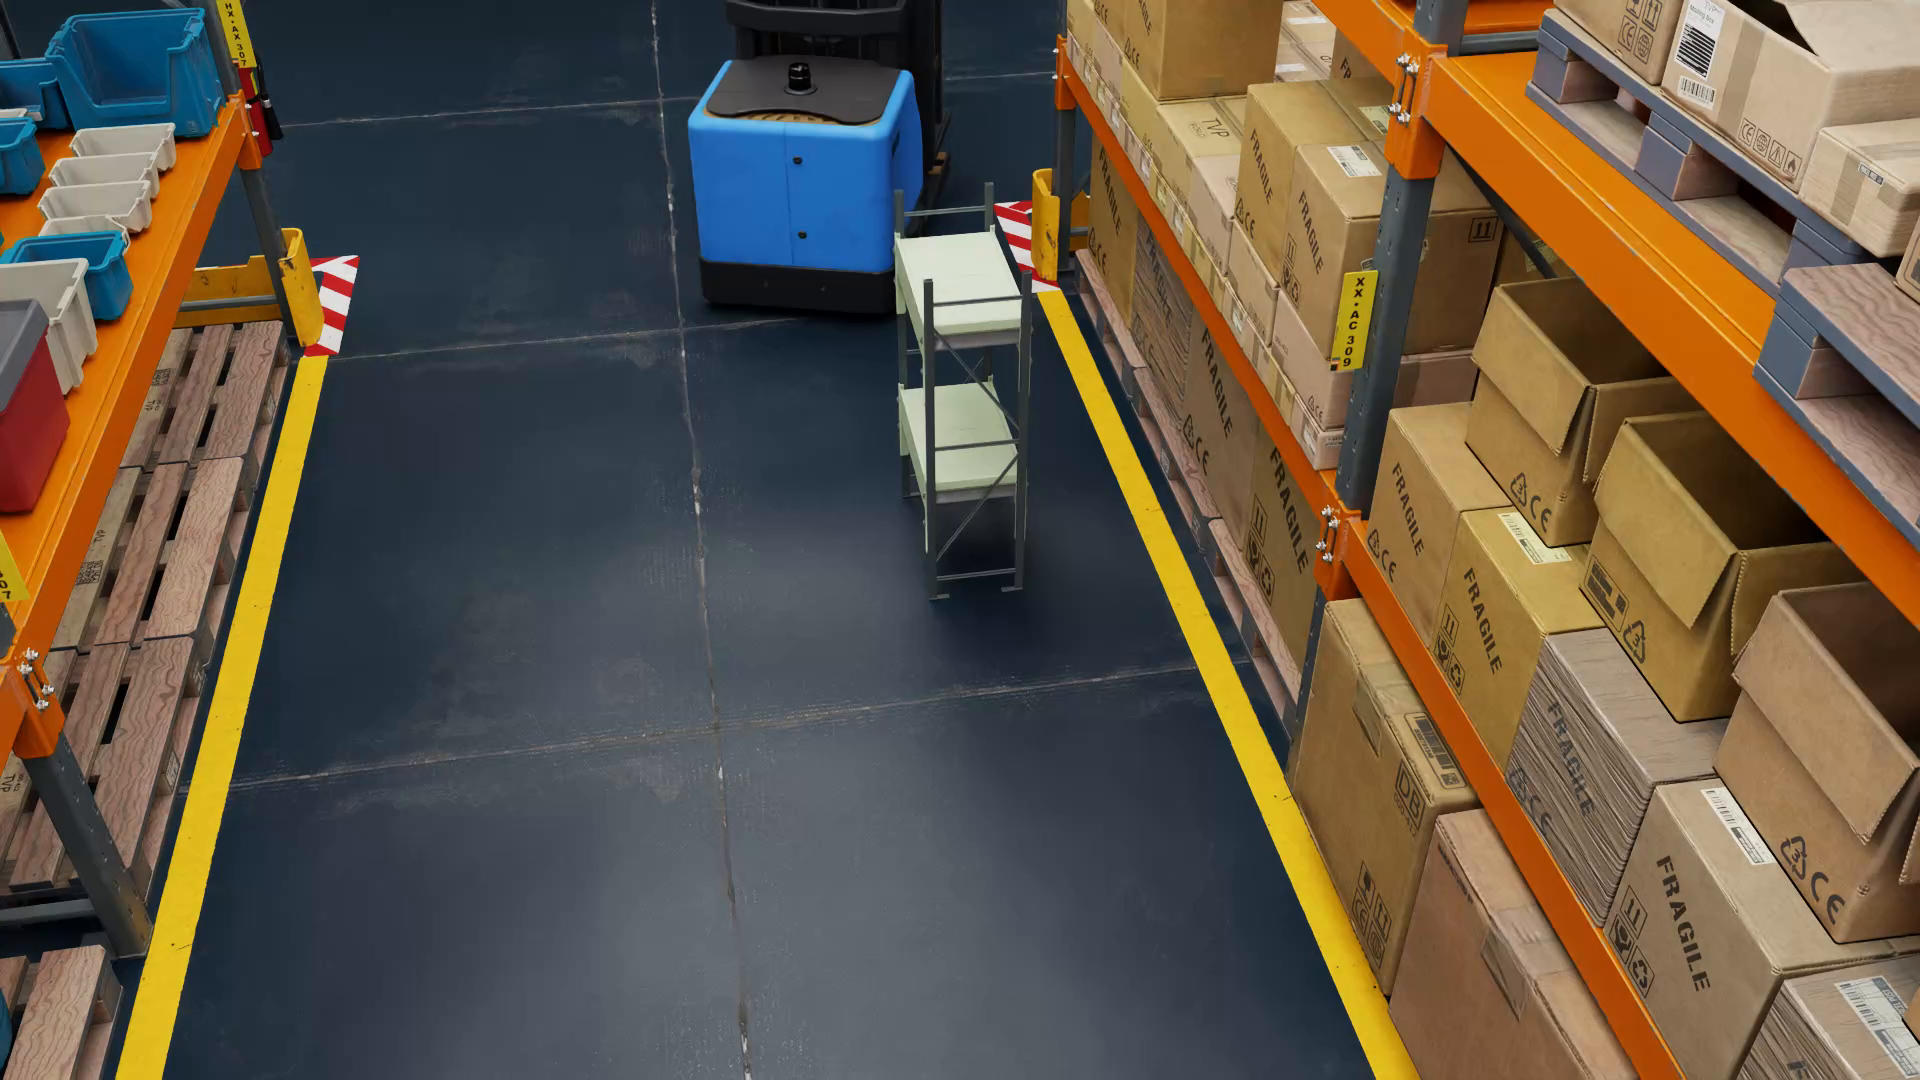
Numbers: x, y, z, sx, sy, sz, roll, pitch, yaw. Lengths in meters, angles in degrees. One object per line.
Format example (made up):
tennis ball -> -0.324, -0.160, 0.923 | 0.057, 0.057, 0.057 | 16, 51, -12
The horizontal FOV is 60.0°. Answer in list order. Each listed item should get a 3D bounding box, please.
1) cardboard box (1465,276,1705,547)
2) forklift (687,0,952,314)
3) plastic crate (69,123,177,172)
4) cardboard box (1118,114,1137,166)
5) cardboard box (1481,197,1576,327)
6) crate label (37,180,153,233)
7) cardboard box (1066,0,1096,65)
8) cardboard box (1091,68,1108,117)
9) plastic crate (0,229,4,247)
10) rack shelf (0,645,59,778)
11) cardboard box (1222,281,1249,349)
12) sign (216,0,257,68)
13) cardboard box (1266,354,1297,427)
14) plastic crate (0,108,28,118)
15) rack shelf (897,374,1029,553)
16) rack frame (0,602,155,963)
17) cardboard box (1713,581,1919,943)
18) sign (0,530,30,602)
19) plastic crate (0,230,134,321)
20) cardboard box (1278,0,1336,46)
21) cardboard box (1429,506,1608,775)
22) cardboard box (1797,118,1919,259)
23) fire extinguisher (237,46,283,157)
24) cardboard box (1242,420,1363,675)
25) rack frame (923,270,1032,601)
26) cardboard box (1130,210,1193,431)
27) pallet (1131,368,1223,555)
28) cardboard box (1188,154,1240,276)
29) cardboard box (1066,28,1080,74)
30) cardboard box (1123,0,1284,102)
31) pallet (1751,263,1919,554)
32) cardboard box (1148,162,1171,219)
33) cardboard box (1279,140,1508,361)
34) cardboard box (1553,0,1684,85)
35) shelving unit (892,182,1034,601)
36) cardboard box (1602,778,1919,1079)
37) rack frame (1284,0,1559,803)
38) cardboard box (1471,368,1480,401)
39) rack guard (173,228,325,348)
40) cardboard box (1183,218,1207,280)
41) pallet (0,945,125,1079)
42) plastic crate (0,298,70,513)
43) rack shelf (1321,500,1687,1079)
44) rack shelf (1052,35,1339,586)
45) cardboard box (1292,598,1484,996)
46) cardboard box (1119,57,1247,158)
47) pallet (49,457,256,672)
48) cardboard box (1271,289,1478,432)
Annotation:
cardboard box -> 1.815, -0.376, 4.390 | 0.797, 0.503, 0.637 | -7, 38, -9
forklift -> -0.652, -3.230, 9.019 | 1.130, 2.935, 3.031 | 5, 38, 6
plastic crate -> -3.561, -1.655, 7.101 | 0.396, 0.136, 0.243 | -6, 38, -8
cardboard box -> 0.913, -1.771, 7.290 | 0.380, 0.149, 0.250 | -7, 38, -9
cardboard box -> 1.863, -0.996, 5.356 | 0.500, 0.500, 0.500 | -6, 38, -8
crate label -> -3.452, -1.313, 6.661 | 0.396, 0.136, 0.243 | -6, 38, -8
cardboard box -> 0.812, -2.480, 7.877 | 0.500, 0.250, 0.500 | -7, 38, -9
cardboard box -> 0.823, -2.083, 7.690 | 0.380, 0.149, 0.250 | -7, 38, -9
plastic crate -> -3.932, -1.186, 6.419 | 0.416, 0.233, 0.300 | -6, 38, -8
rack shelf -> -2.831, 1.700, 3.203 | 1.077, 0.370, 4.000 | -6, 38, -8
cardboard box -> 1.184, -0.841, 6.092 | 0.380, 0.149, 0.250 | -6, 38, -7
sign -> -3.344, -2.342, 7.686 | 0.100, 0.325, 0.005 | -6, 38, -8
cardboard box -> 1.274, -0.531, 5.693 | 0.380, 0.149, 0.250 | -6, 38, -7
plastic crate -> -4.189, -1.741, 7.212 | 0.250, 0.136, 0.298 | -6, 38, -8
rack shelf -> 0.001, -0.331, 6.985 | 0.431, 0.370, 0.720 | -6, 38, -8
rack frame -> -3.181, 0.208, 4.538 | 1.000, 3.000, 0.127 | -6, 38, -8
cardboard box -> 2.048, 0.414, 3.373 | 0.797, 0.503, 0.637 | -5, 38, -6
sign -> -2.639, 0.040, 4.527 | 0.100, 0.325, 0.005 | -6, 38, -8
plastic crate -> -3.270, -0.953, 6.119 | 0.416, 0.233, 0.300 | -6, 38, -8
cardboard box -> 1.428, -2.229, 7.554 | 0.500, 0.250, 0.500 | -7, 38, -9
cardboard box -> 1.619, 0.244, 4.410 | 0.500, 0.500, 0.500 | -6, 38, -8
cardboard box -> 1.808, -0.661, 3.073 | 0.380, 0.149, 0.250 | -8, 39, -10
fire extinguisher -> -3.461, -2.171, 7.966 | 0.296, 0.674, 0.183 | -6, 38, -8
cardboard box -> 1.658, -0.059, 6.271 | 0.875, 0.875, 0.875 | -6, 38, -8
rack frame -> 0.065, -0.367, 6.500 | 0.400, 1.500, 0.023 | -6, 38, -8
cardboard box -> 1.344, -1.140, 7.662 | 0.875, 0.875, 0.875 | -6, 38, -8
pallet -> 1.422, -0.430, 7.631 | 1.003, 0.211, 1.213 | -6, 38, -8
cardboard box -> 1.176, -1.242, 6.284 | 0.500, 0.250, 0.500 | -5, 38, -7
cardboard box -> 0.731, -2.392, 8.089 | 0.380, 0.149, 0.250 | -6, 38, -7
cardboard box -> 0.997, -2.162, 6.857 | 0.500, 0.500, 0.500 | -7, 38, -9
pallet -> 2.032, -0.077, 2.614 | 1.003, 0.211, 1.213 | -5, 38, -6
cardboard box -> 1.002, -1.463, 6.893 | 0.380, 0.149, 0.250 | -7, 38, -9
cardboard box -> 1.351, -0.928, 5.268 | 0.500, 0.500, 0.500 | -5, 38, -7
cardboard box -> 1.807, -1.366, 3.694 | 0.700, 0.500, 0.500 | -5, 38, -7
shelving unit -> 0.001, -0.588, 6.785 | 0.431, 1.500, 0.755 | -6, 38, -8
cardboard box -> 1.802, 0.858, 3.620 | 0.500, 0.500, 0.500 | -6, 38, -7
rack frame -> 1.695, -0.325, 5.223 | 1.000, 3.000, 0.127 | -6, 38, -8
cardboard box -> 1.871, -0.695, 5.580 | 0.500, 0.250, 0.500 | -7, 38, -9
rack guard -> -3.899, -1.234, 8.431 | 1.175, 0.500, 0.348 | -6, 38, -8
cardboard box -> 1.093, -1.151, 6.491 | 0.380, 0.149, 0.250 | -7, 38, -9
pallet -> -3.087, 1.779, 4.788 | 1.003, 0.211, 1.213 | -6, 38, -8
plastic crate -> -3.091, -0.408, 5.229 | 0.402, 0.464, 0.583 | -6, 38, -8
rack shelf -> 2.046, 1.167, 3.889 | 1.077, 0.370, 4.000 | -6, 38, -8
rack shelf -> 1.344, -1.249, 6.999 | 1.077, 0.370, 4.000 | -6, 38, -8
cardboard box -> 1.827, 0.733, 5.252 | 1.225, 0.875, 0.875 | -6, 38, -8
cardboard box -> 0.994, -1.863, 7.083 | 0.500, 0.250, 0.500 | -7, 38, -9
pallet -> -3.566, 0.130, 6.910 | 1.003, 0.211, 1.213 | -6, 38, -8
cardboard box -> 1.359, -0.622, 5.485 | 0.500, 0.250, 0.500 | -7, 38, -9
